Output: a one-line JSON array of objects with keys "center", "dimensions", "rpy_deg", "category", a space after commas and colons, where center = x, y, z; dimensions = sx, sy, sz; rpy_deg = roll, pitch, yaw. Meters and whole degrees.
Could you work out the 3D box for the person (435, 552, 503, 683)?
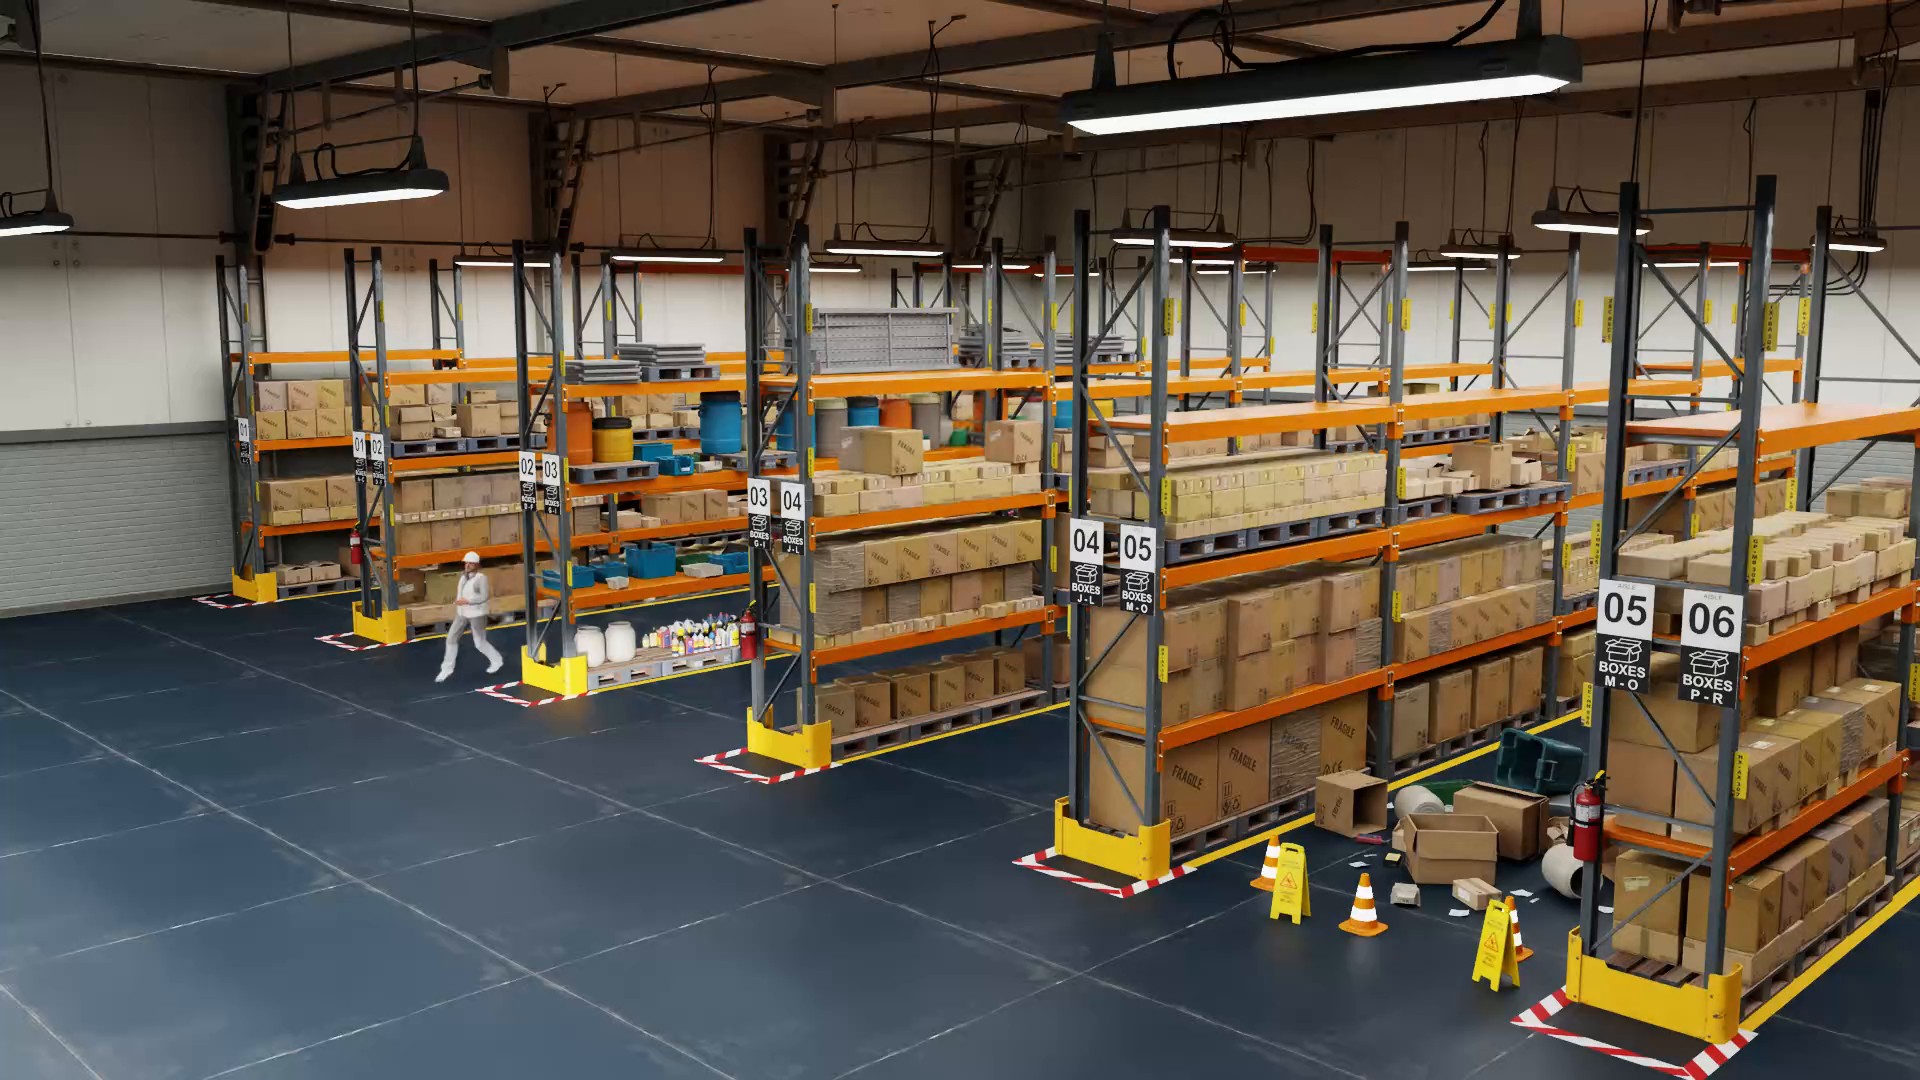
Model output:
[{"center": [-6.779, 1.042, 22.985], "dimensions": [0.571, 1.790, 0.927], "rpy_deg": [6, 10, 34], "category": "person"}]
